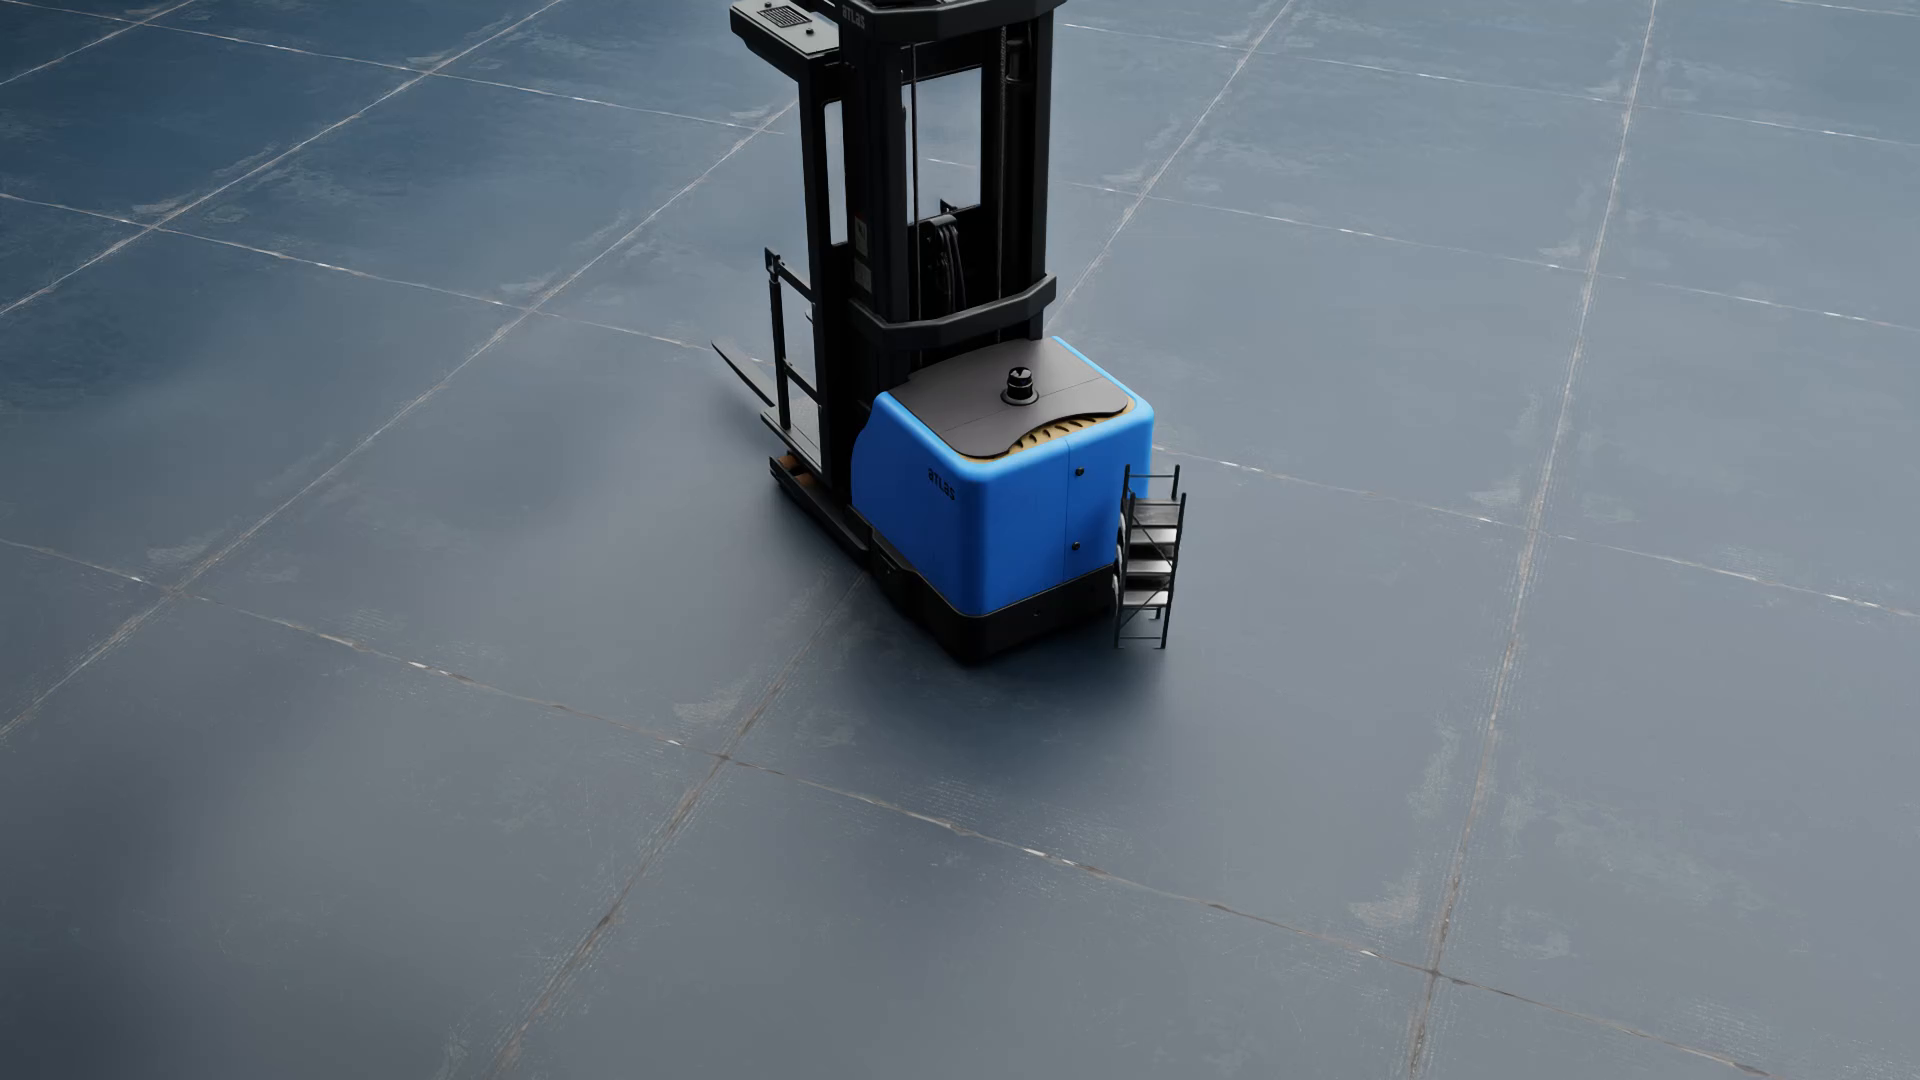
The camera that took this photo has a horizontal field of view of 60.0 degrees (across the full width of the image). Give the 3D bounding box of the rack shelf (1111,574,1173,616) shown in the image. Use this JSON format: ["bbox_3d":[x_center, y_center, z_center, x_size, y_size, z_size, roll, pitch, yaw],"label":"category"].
[{"bbox_3d":[0.830,0.251,7.608,0.258,0.077,0.200,0,39,-2],"label":"rack shelf"}]

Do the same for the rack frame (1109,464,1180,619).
[{"bbox_3d":[0.833,0.021,7.554,0.240,0.900,0.006,0,39,-2],"label":"rack frame"}]

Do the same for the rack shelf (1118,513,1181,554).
[{"bbox_3d":[0.839,-0.029,7.383,0.258,0.077,0.200,0,39,-2],"label":"rack shelf"}]

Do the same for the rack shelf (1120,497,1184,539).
[{"bbox_3d":[0.841,-0.099,7.326,0.258,0.077,0.200,0,39,-2],"label":"rack shelf"}]

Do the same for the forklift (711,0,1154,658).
[{"bbox_3d":[-0.335,-1.490,7.896,1.130,2.935,3.031,-21,42,-25],"label":"forklift"}]

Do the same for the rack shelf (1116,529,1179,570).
[{"bbox_3d":[0.837,0.041,7.439,0.258,0.077,0.200,0,39,-2],"label":"rack shelf"}]

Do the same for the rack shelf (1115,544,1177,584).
[{"bbox_3d":[0.835,0.111,7.495,0.258,0.077,0.200,0,39,-2],"label":"rack shelf"}]

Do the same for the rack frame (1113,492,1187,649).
[{"bbox_3d":[0.838,0.149,7.395,0.240,0.900,0.006,0,39,-2],"label":"rack frame"}]

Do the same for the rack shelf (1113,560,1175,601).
[{"bbox_3d":[0.832,0.181,7.552,0.258,0.077,0.200,0,39,-2],"label":"rack shelf"}]

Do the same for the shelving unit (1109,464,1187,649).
[{"bbox_3d":[0.836,0.085,7.475,0.258,0.900,0.210,0,39,-2],"label":"shelving unit"}]
